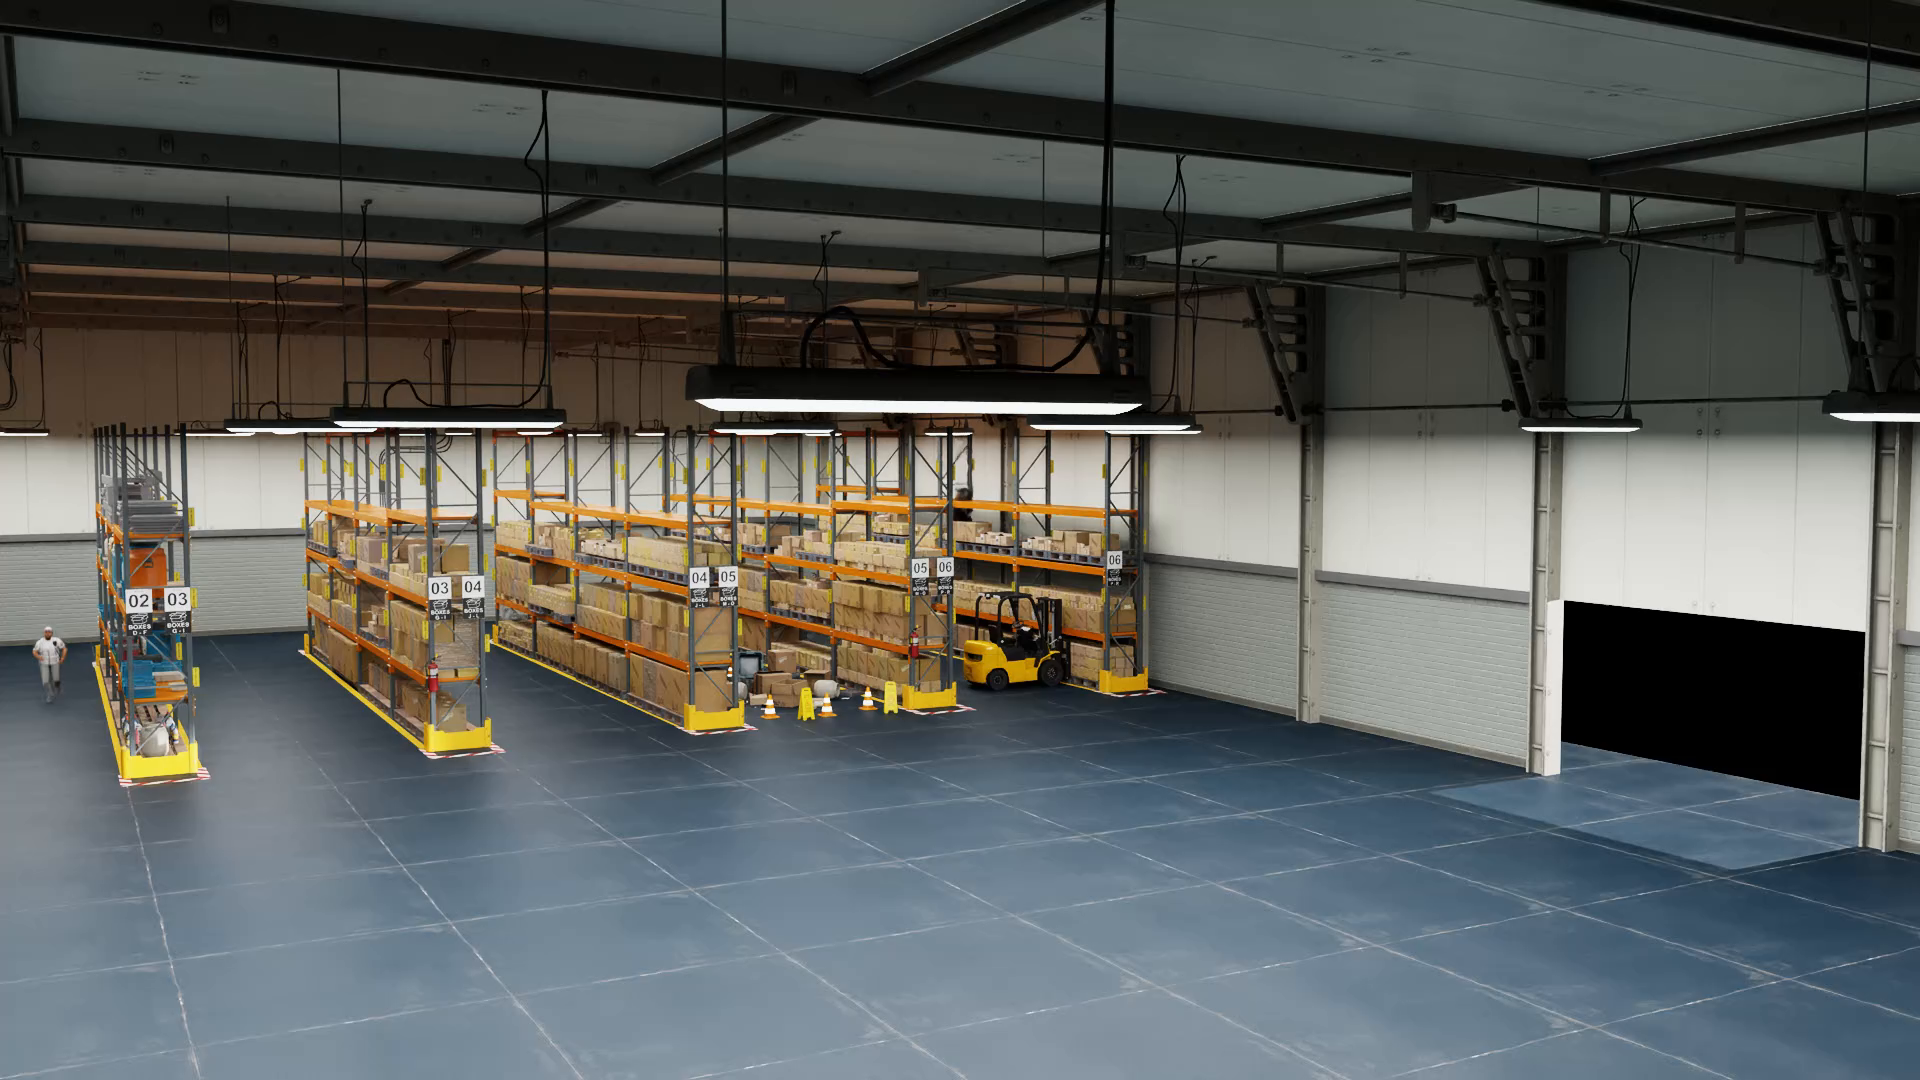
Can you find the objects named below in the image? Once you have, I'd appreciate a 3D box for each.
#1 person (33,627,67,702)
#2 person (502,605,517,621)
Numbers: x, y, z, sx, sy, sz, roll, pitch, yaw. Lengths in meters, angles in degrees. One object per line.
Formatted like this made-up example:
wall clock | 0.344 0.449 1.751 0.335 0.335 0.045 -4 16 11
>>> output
person | -19.894 2.716 36.348 0.661 1.629 0.497 -2 4 -26
person | -13.175 2.025 48.648 0.543 1.550 0.676 2 4 28
